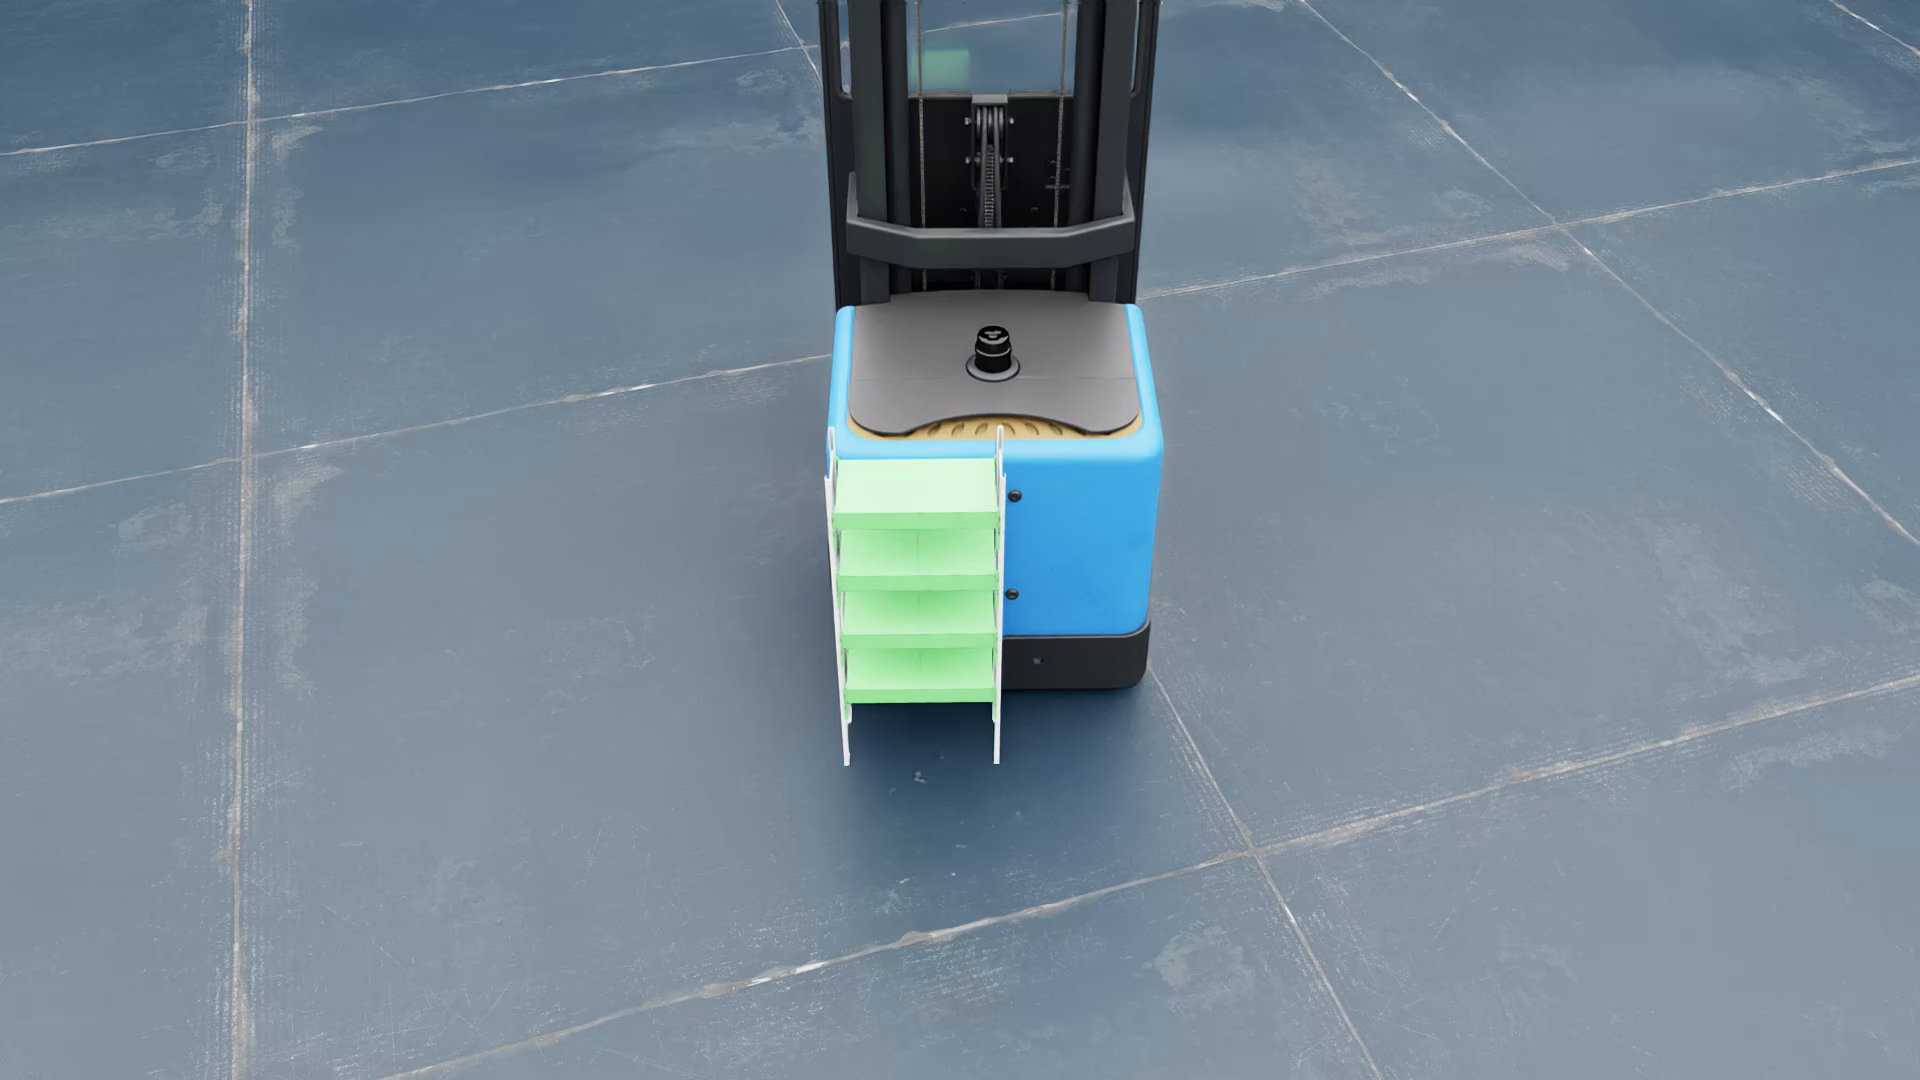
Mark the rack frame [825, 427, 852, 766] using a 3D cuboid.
[{"bbox_3d":[-0.370,0.205,5.103,0.015,1.200,0.240,-1,41,-1],"label":"rack frame"}]

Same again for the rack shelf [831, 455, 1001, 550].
[{"bbox_3d":[-0.126,-0.110,4.831,0.480,0.148,0.258,-1,41,-1],"label":"rack shelf"}]

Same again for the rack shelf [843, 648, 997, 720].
[{"bbox_3d":[-0.126,0.431,5.306,0.480,0.148,0.258,-1,41,-1],"label":"rack shelf"}]

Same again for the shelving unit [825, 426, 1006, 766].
[{"bbox_3d":[-0.126,0.202,5.106,0.503,1.200,0.258,-1,41,-1],"label":"shelving unit"}]

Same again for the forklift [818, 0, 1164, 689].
[{"bbox_3d":[0.088,-1.546,5.792,1.130,2.935,3.031,-1,41,-1],"label":"forklift"}]

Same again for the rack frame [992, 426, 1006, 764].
[{"bbox_3d":[0.118,0.200,5.108,0.015,1.200,0.240,-1,41,-1],"label":"rack frame"}]

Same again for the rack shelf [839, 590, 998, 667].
[{"bbox_3d":[-0.126,0.250,5.148,0.480,0.148,0.258,-1,41,-1],"label":"rack shelf"}]

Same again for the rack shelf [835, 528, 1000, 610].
[{"bbox_3d":[-0.126,0.070,4.990,0.480,0.148,0.258,-1,41,-1],"label":"rack shelf"}]
